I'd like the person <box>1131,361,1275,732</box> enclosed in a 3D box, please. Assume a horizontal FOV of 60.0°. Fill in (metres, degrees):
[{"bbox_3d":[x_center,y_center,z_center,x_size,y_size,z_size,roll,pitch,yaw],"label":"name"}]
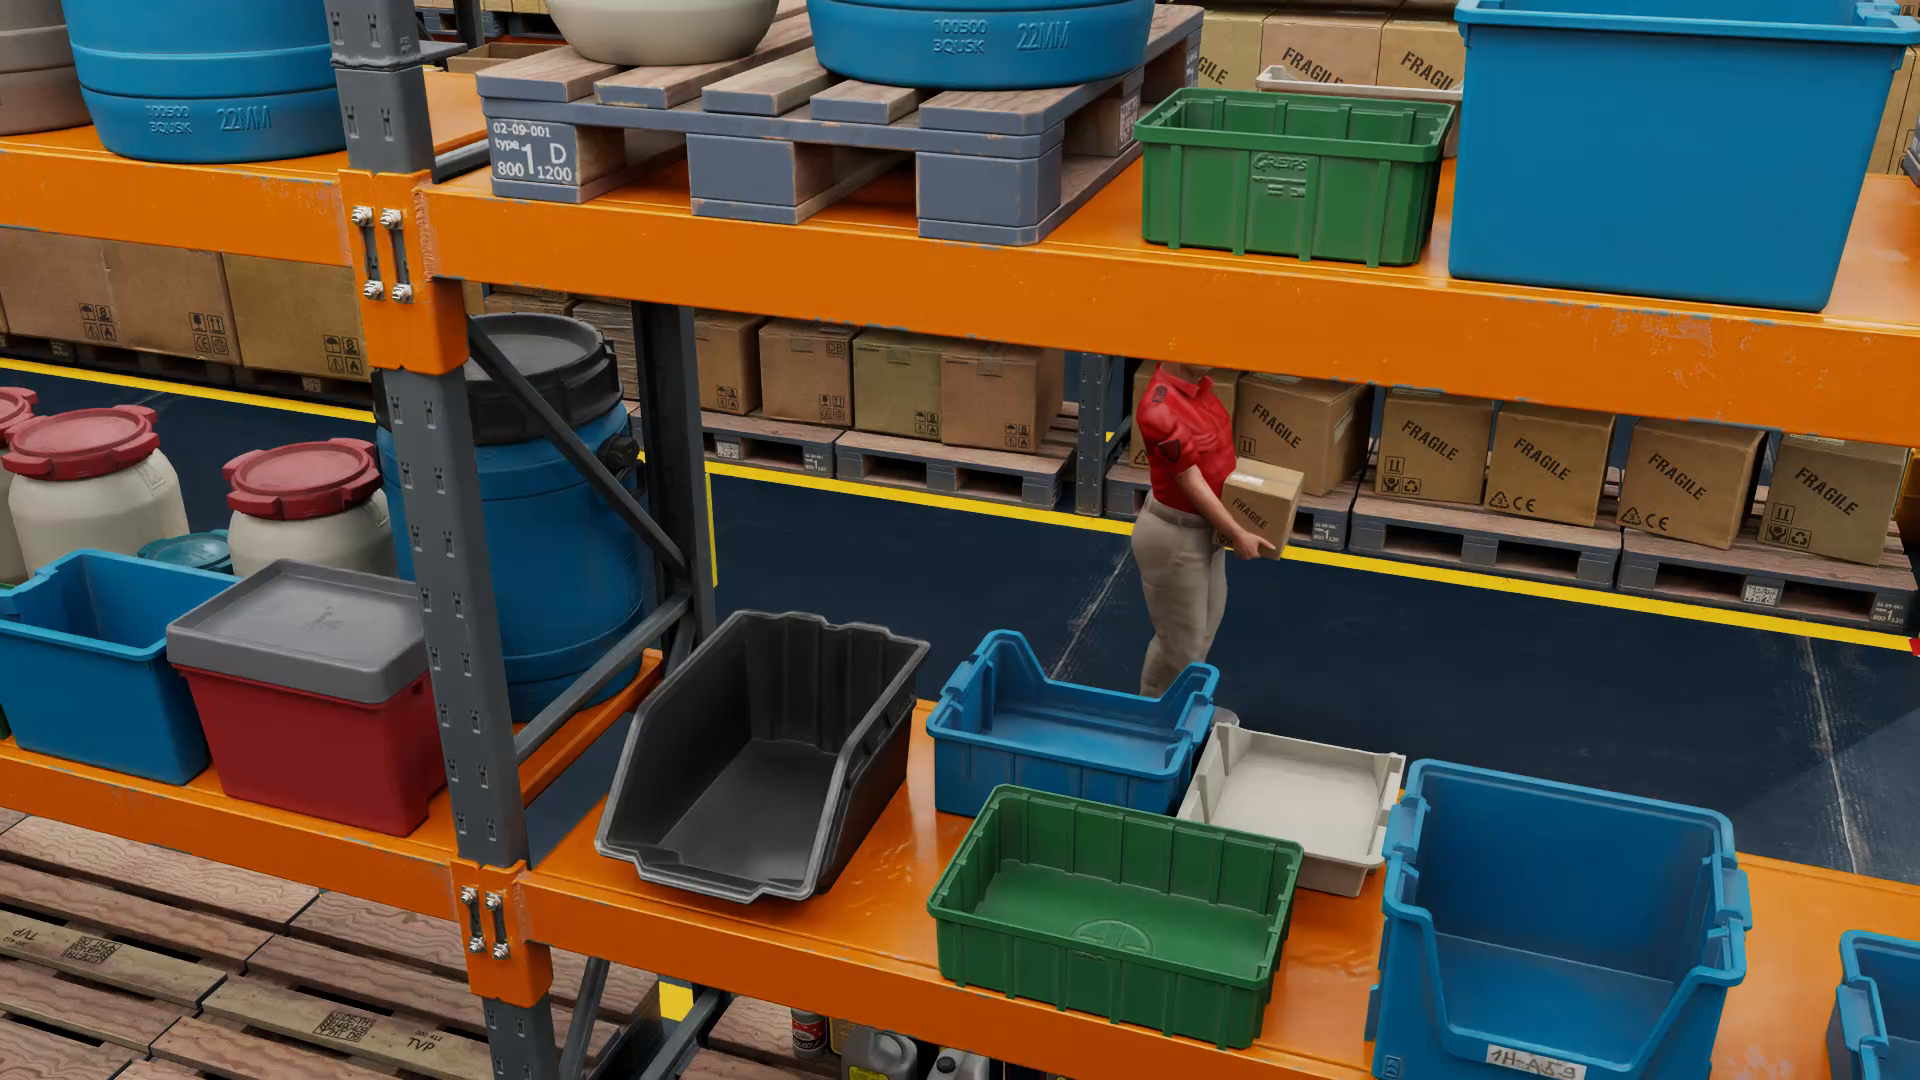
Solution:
[{"bbox_3d":[0.924,-0.006,6.157,0.537,1.714,0.494,9,27,19],"label":"person"}]
